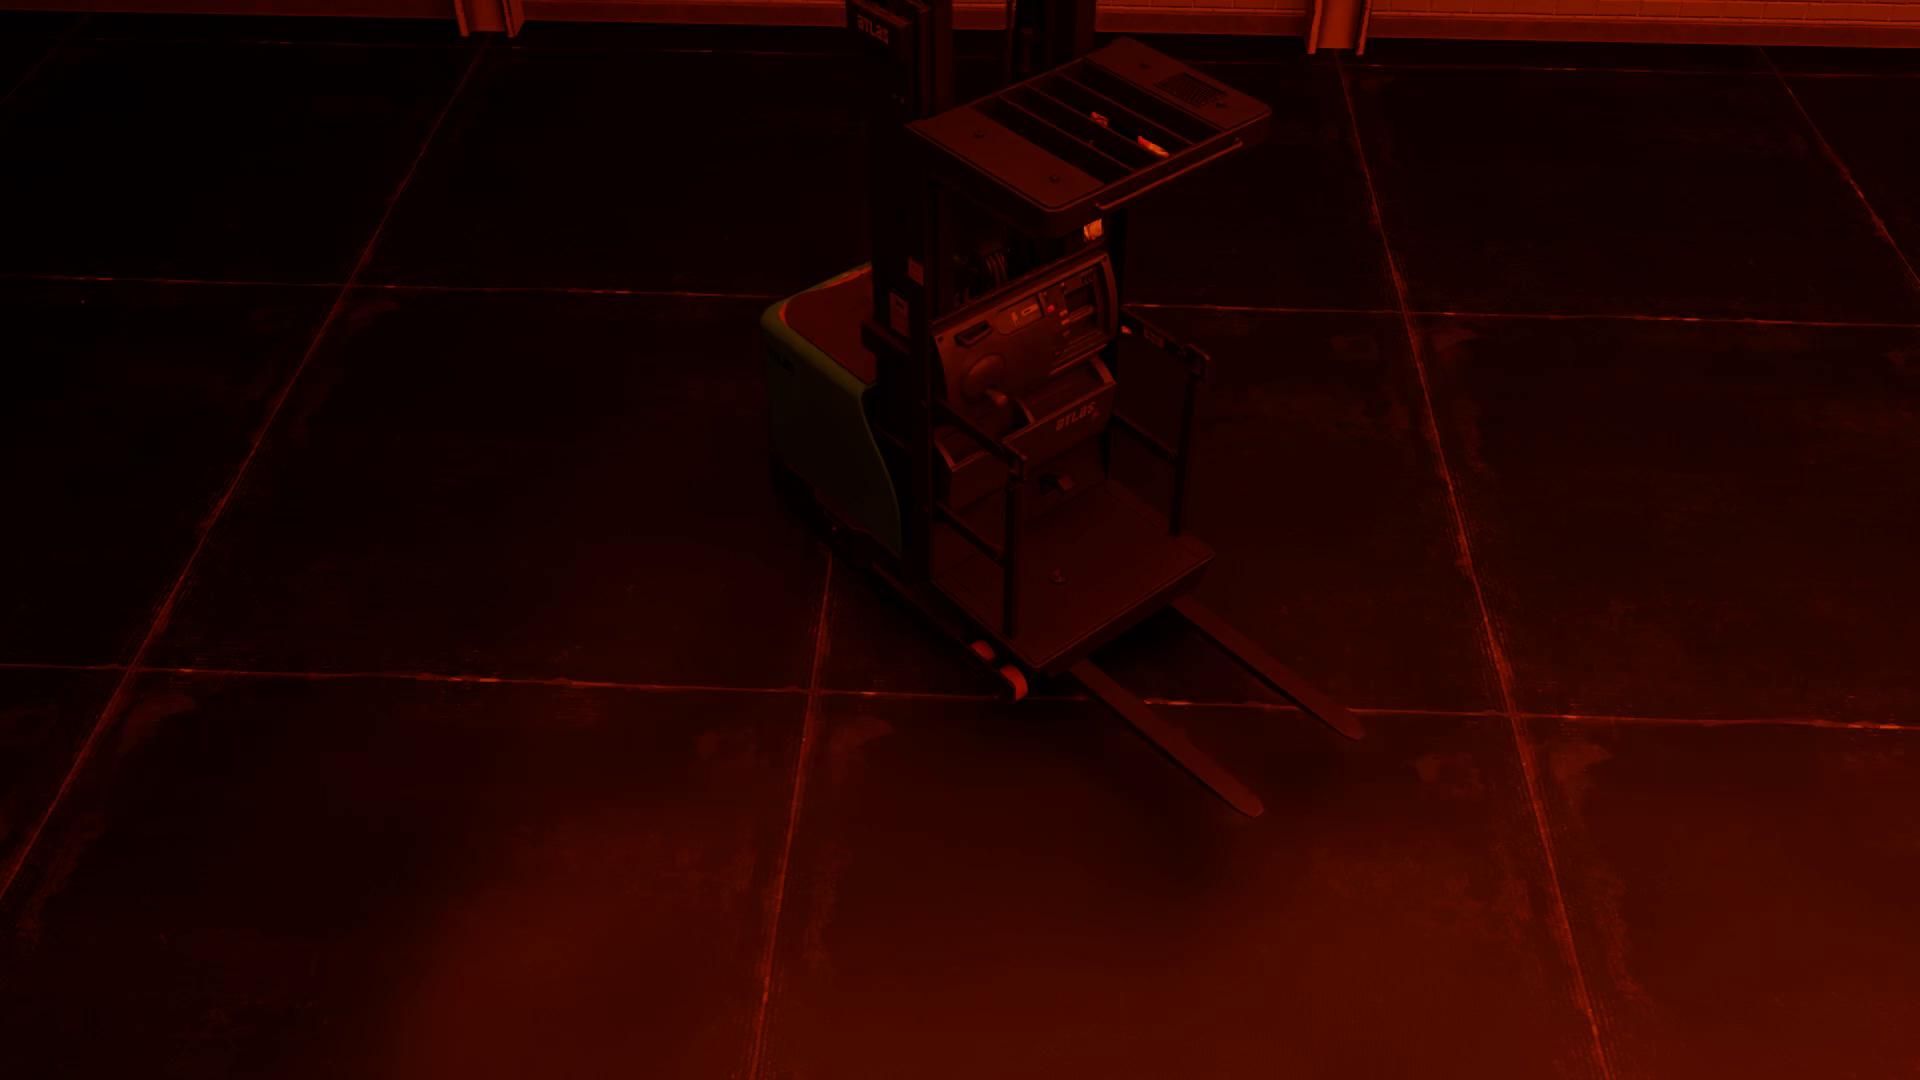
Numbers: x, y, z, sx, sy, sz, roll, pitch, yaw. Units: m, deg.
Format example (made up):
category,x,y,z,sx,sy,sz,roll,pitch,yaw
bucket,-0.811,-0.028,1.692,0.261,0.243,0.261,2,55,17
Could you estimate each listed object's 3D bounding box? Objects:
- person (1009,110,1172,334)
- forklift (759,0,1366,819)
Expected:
category,x,y,z,sx,sy,sz,roll,pitch,yaw
person,0.667,-1.665,8.589,0.946,1.517,1.000,1,42,1
forklift,0.415,-0.770,6.586,1.130,2.935,3.031,-30,50,-28
